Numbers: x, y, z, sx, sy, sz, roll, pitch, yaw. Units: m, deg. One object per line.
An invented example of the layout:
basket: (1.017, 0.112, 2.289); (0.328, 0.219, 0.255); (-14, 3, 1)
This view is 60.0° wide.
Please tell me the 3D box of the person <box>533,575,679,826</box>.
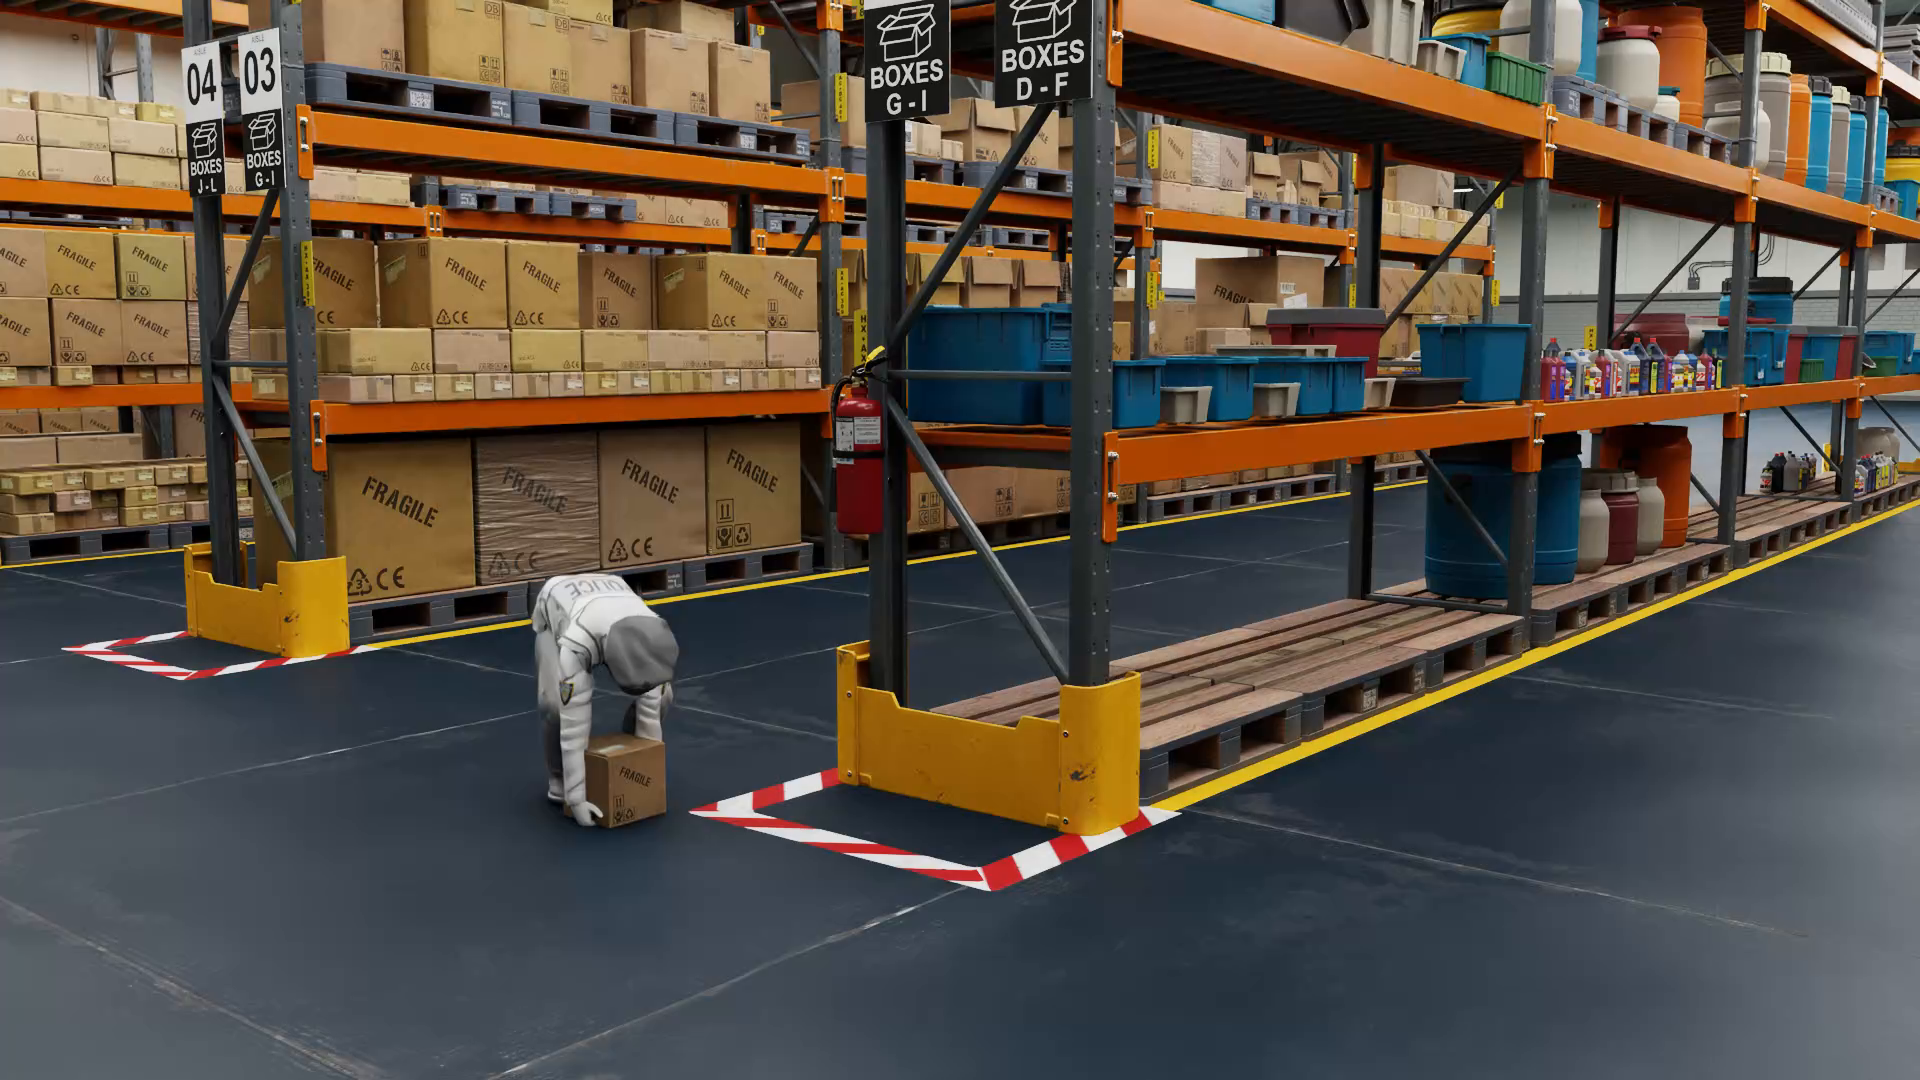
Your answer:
person: (-1.246, 0.550, 5.846); (0.467, 0.812, 0.902); (-3, 7, -23)
